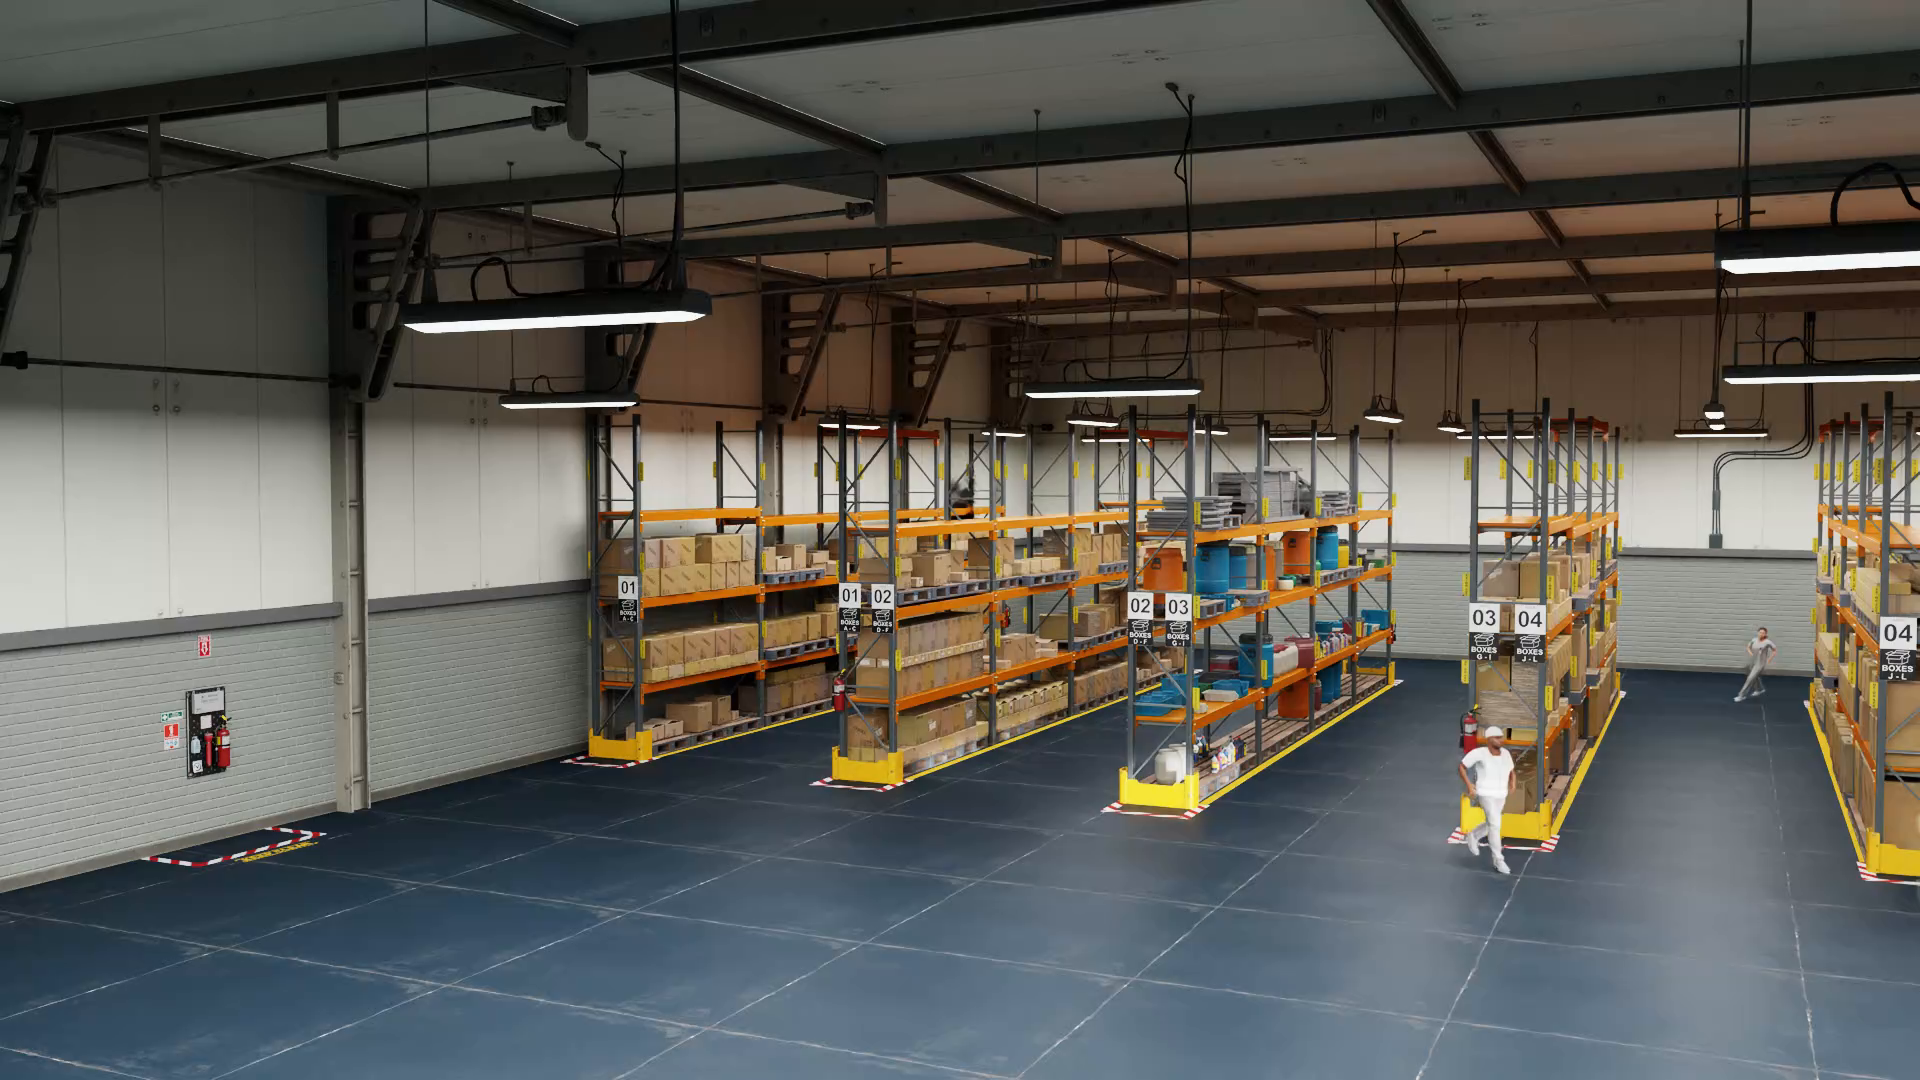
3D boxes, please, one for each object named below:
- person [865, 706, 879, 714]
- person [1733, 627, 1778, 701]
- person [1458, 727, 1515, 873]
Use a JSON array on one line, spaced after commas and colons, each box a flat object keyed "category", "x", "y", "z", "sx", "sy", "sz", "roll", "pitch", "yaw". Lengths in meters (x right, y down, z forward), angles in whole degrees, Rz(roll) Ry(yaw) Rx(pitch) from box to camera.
[{"category": "person", "x": -1.587, "y": 2.874, "z": 30.474, "sx": 0.581, "sy": 1.699, "sz": 0.876, "roll": 1, "pitch": 2, "yaw": 15}, {"category": "person", "x": 17.388, "y": 2.695, "z": 36.218, "sx": 0.979, "sy": 1.623, "sz": 0.673, "roll": -1, "pitch": 3, "yaw": -31}, {"category": "person", "x": 6.754, "y": 3.254, "z": 21.162, "sx": 0.720, "sy": 1.773, "sz": 0.934, "roll": -1, "pitch": 3, "yaw": -24}]
